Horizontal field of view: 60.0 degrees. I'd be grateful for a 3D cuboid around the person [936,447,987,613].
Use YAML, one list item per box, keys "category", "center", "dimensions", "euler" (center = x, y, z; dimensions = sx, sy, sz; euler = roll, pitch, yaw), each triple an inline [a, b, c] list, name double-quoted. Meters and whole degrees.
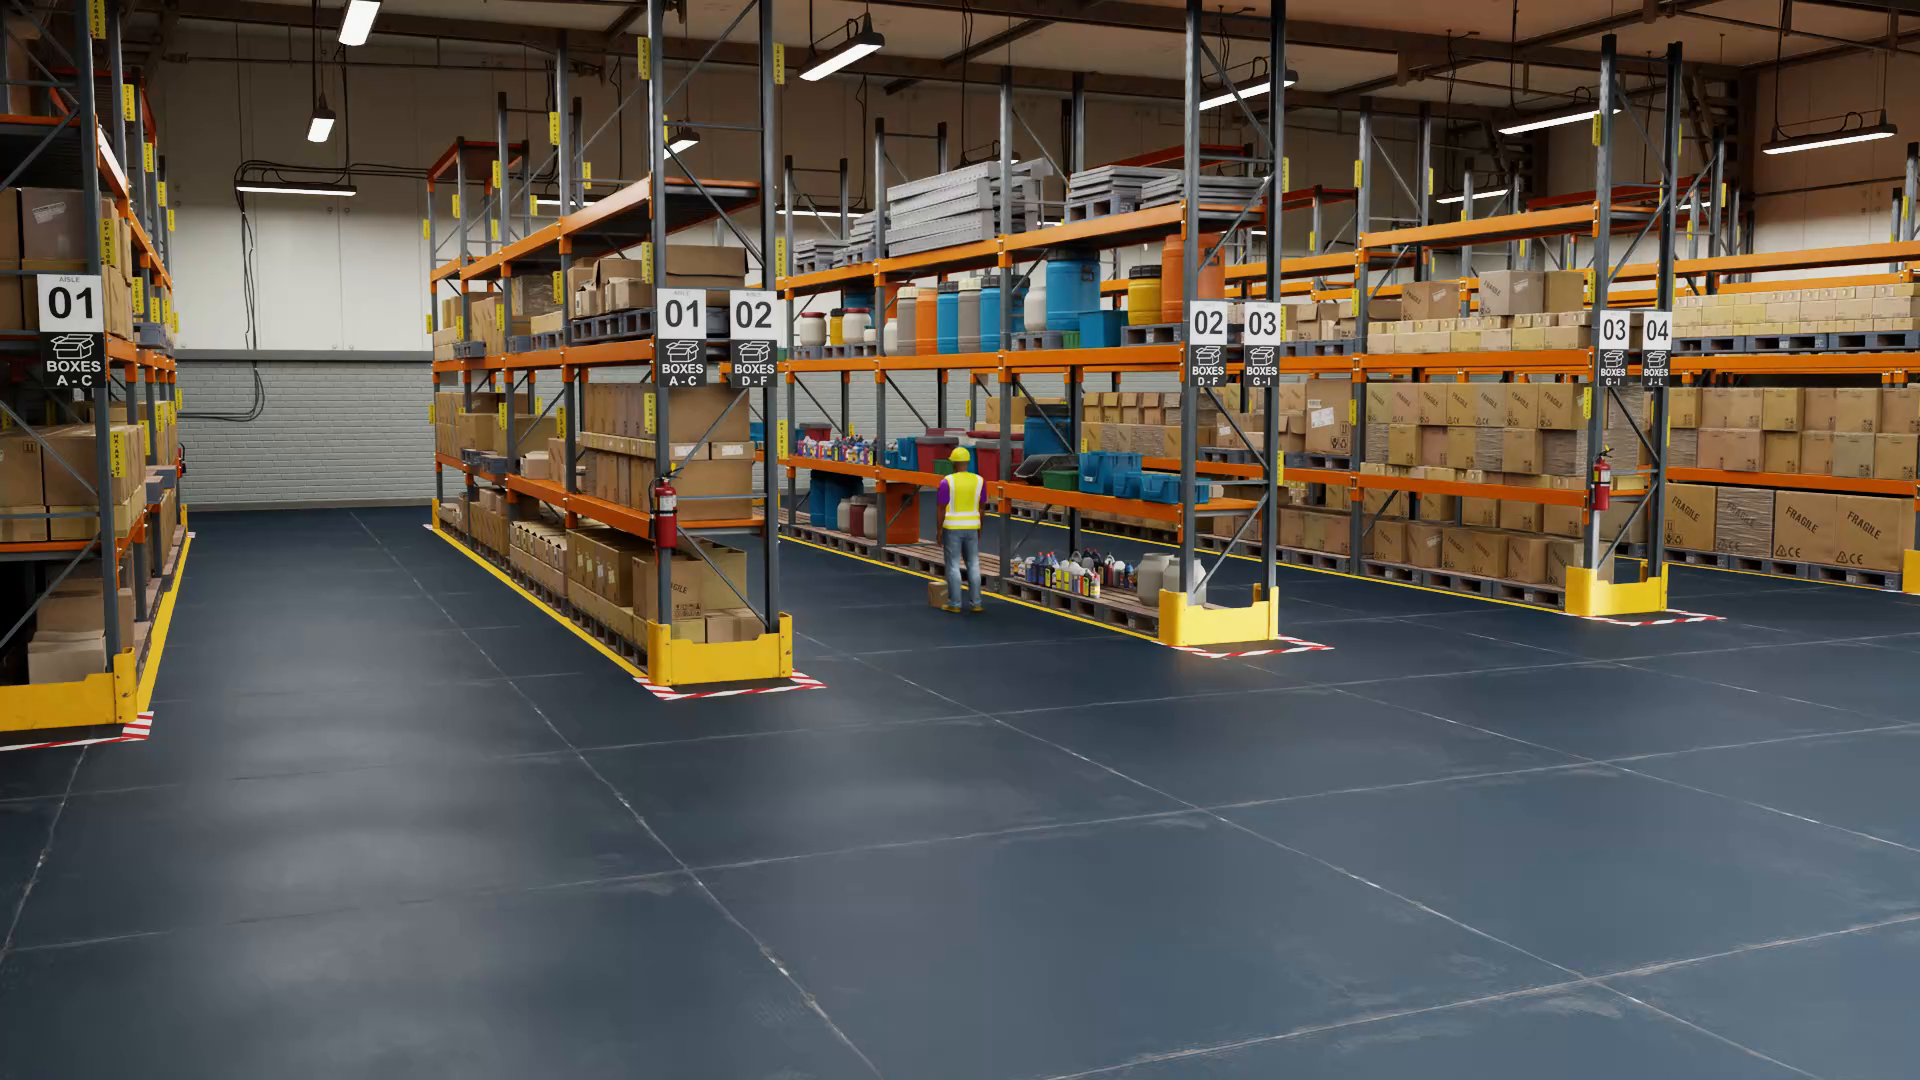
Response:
- category: "person"
  center: [0.003, -0.100, 17.813]
  dimensions: [0.562, 1.782, 0.350]
  euler: [-2, 6, -22]
